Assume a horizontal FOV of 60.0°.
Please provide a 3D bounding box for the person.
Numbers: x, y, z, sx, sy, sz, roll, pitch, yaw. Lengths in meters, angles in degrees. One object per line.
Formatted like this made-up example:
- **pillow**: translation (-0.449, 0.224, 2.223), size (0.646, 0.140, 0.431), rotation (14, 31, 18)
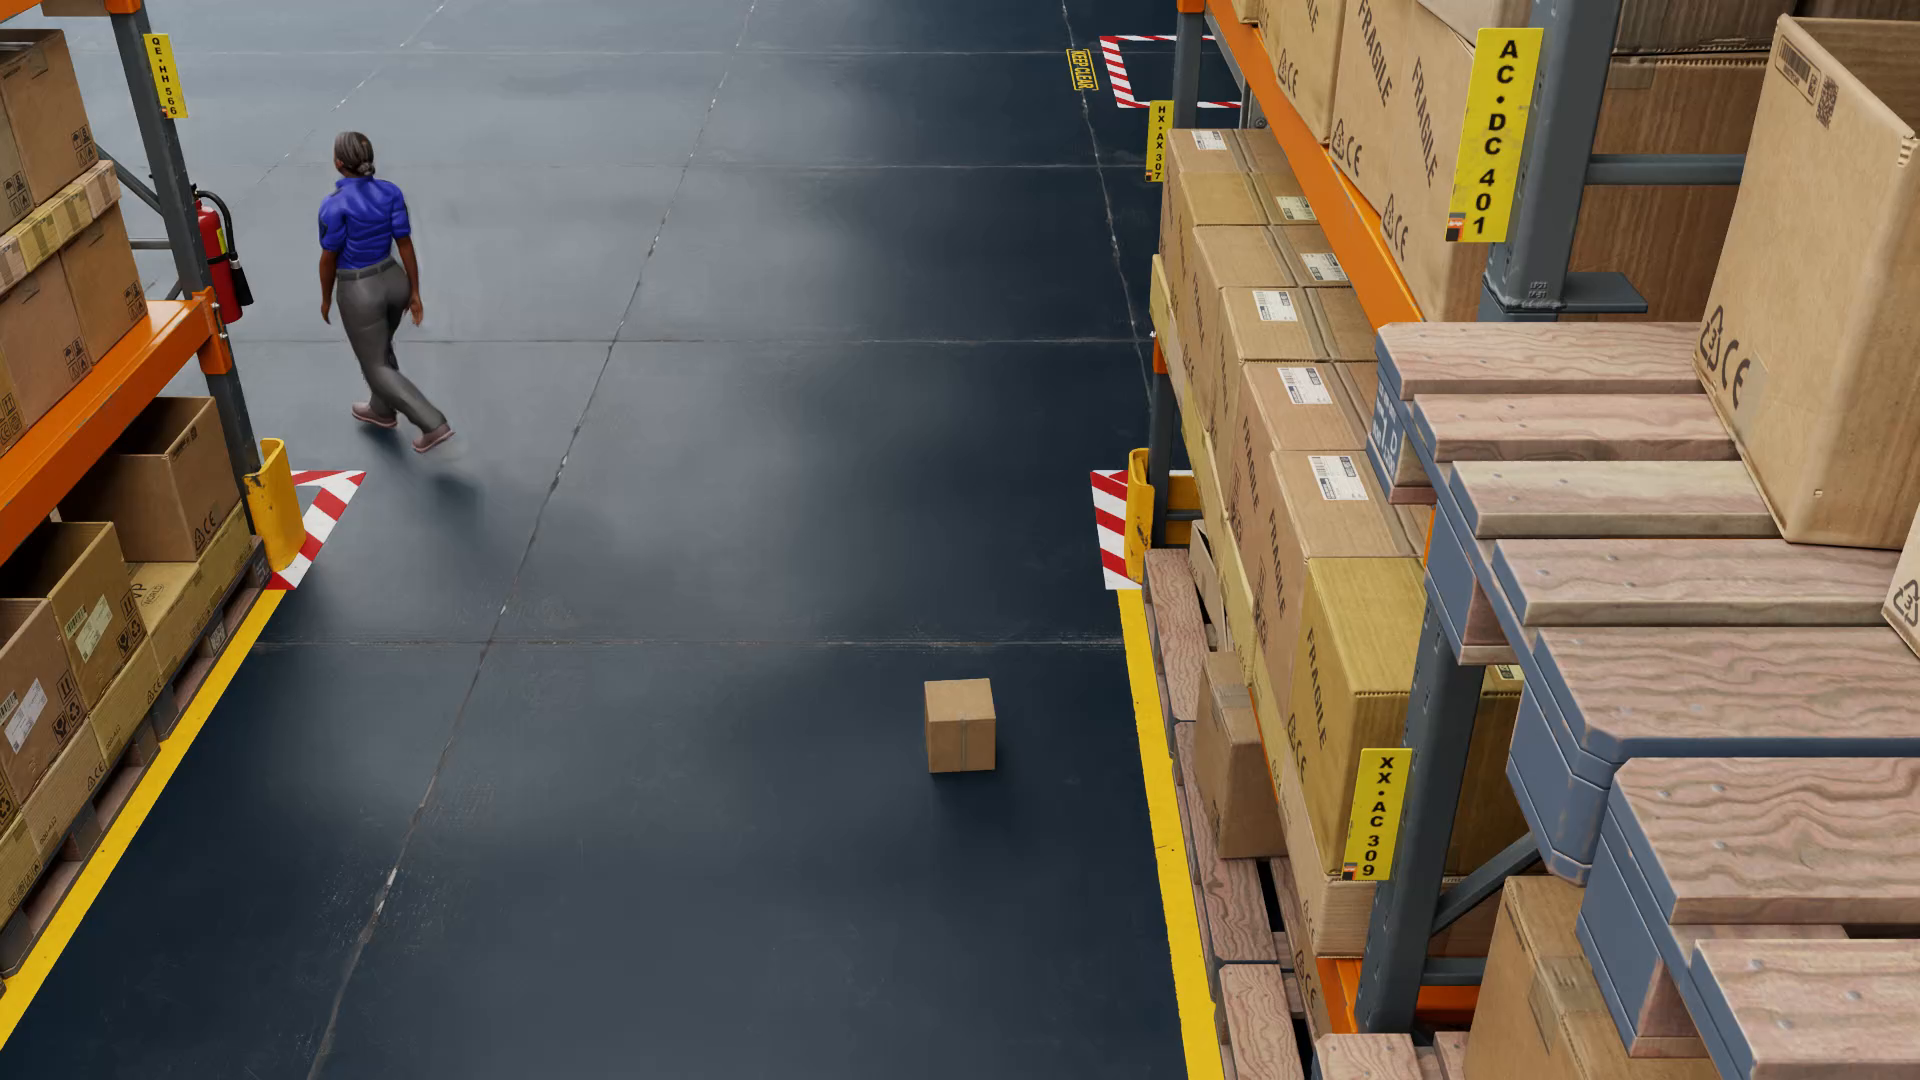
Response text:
- **person**: translation (-2.835, -1.191, 8.059), size (0.910, 1.612, 0.443), rotation (19, 37, 28)
